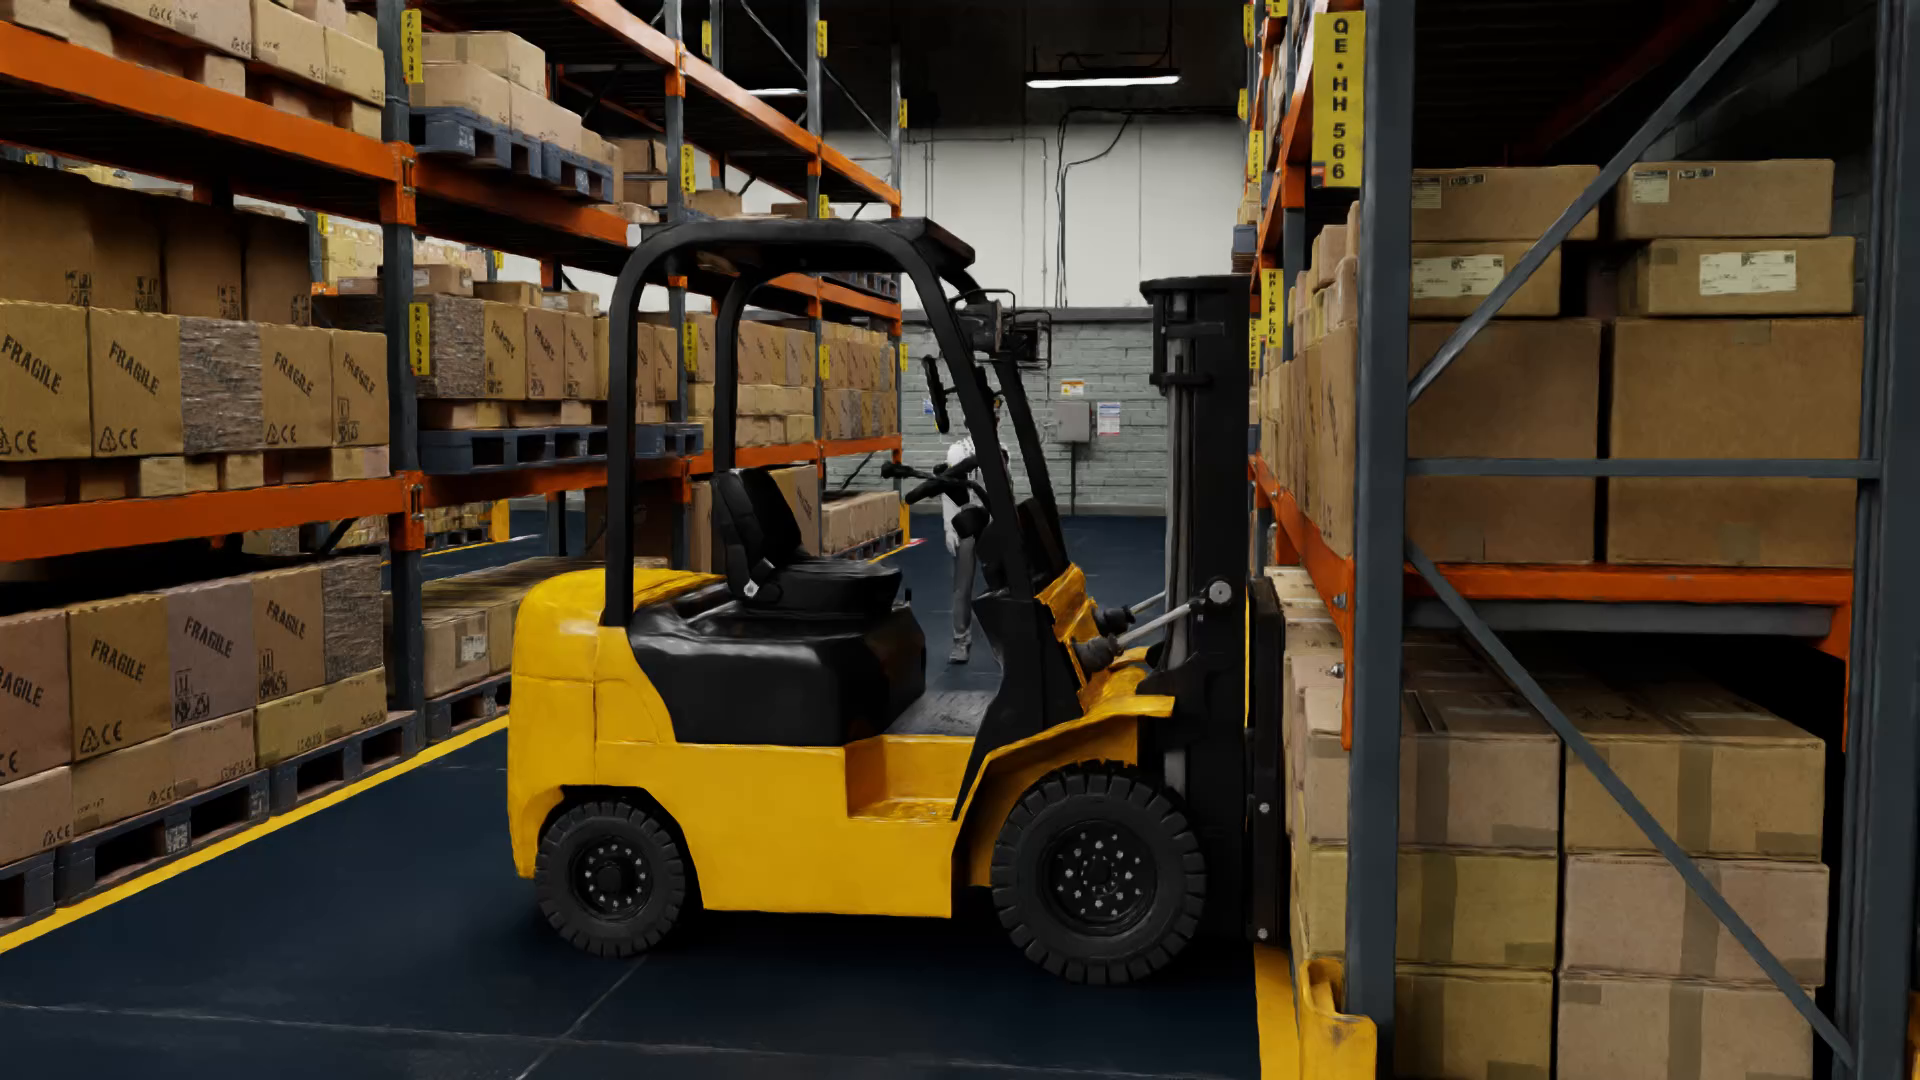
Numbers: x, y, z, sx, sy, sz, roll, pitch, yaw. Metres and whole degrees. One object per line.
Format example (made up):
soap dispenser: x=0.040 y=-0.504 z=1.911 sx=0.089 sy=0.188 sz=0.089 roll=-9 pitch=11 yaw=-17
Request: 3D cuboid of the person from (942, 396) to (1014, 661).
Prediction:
person: x=0.142 y=-0.063 z=10.461 sx=0.507 sy=1.678 sz=0.482 roll=-2 pitch=5 yaw=-22
